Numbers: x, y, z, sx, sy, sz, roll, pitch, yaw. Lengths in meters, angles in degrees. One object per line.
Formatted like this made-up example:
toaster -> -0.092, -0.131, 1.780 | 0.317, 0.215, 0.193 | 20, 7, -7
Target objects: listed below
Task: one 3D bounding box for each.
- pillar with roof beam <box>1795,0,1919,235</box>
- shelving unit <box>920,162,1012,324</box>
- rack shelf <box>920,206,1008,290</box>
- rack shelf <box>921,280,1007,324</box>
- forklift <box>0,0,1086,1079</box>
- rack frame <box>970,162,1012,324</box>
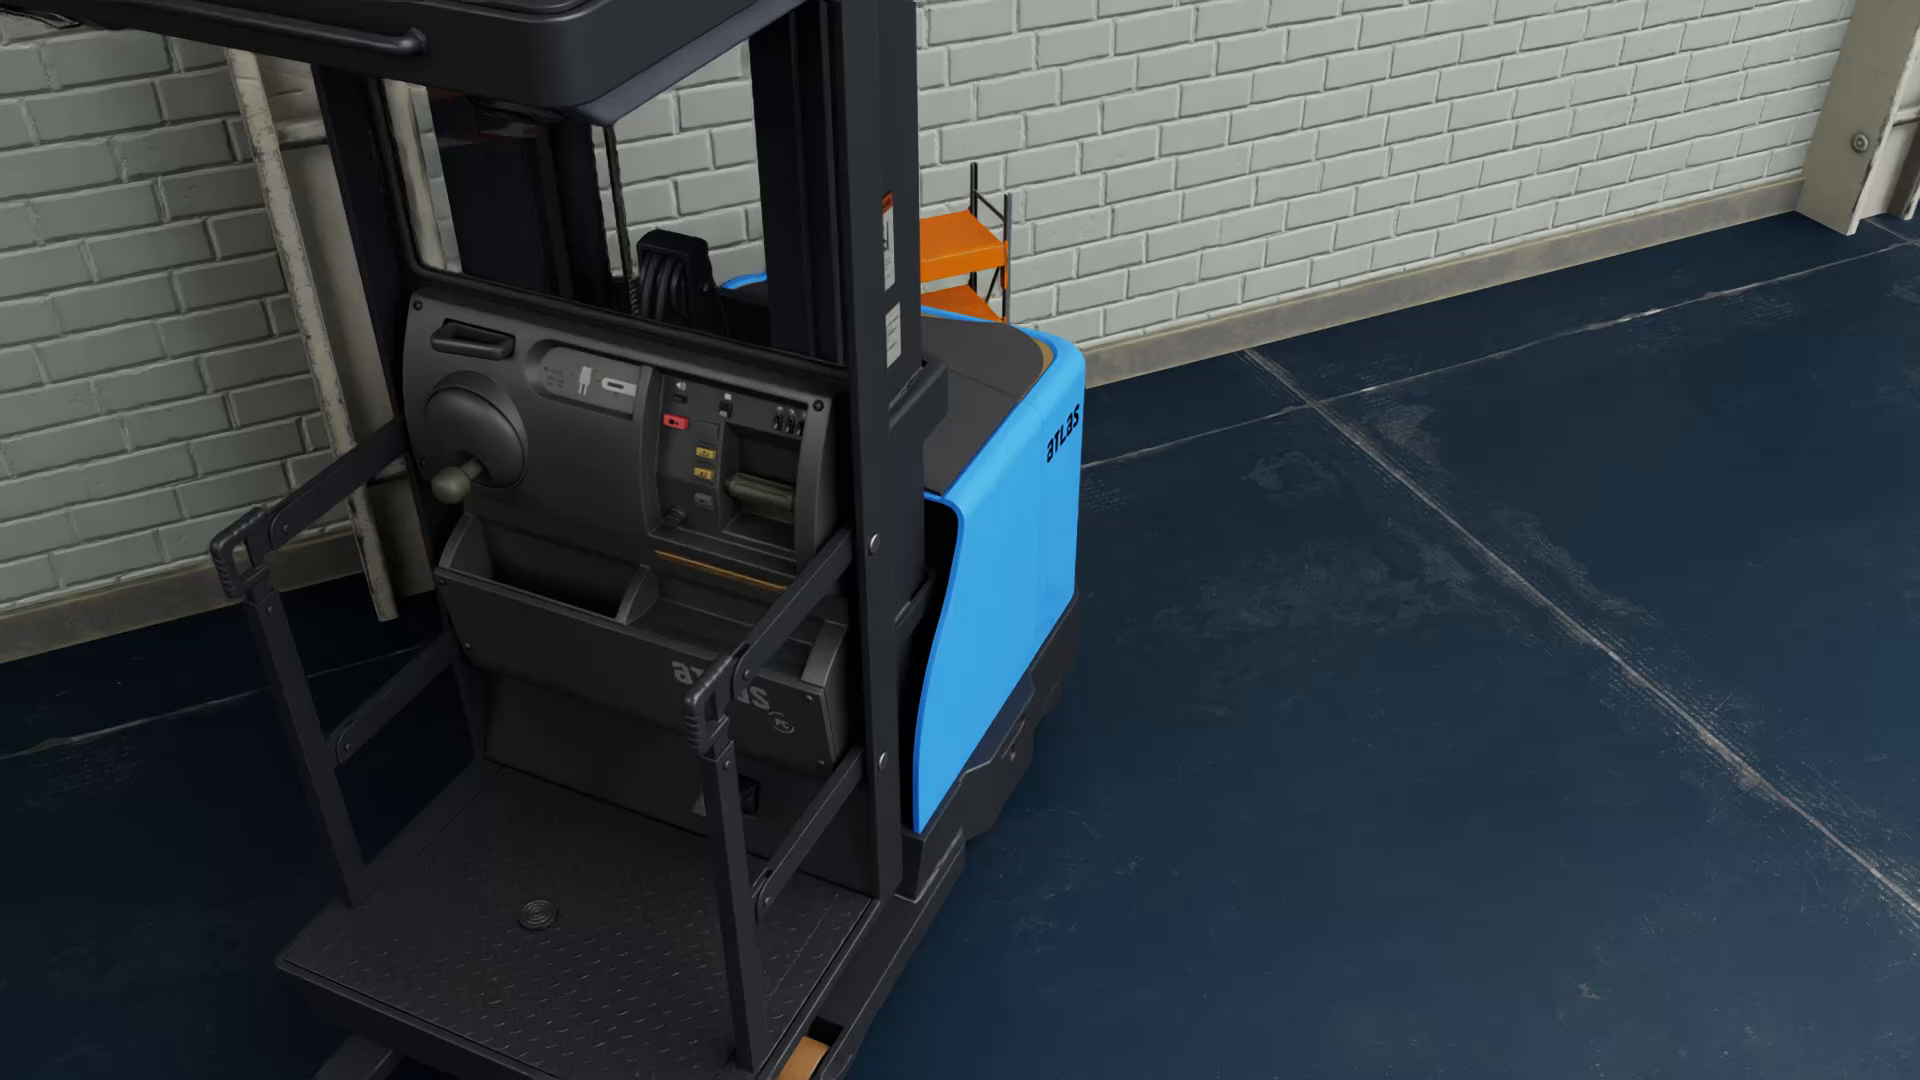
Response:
pillar with roof beam -> 5.657, -2.701, 1.338 | 0.400, 9.000, 9.100 | -16, 39, -20
shelving unit -> -0.137, -0.453, 4.854 | 0.503, 1.200, 0.258 | -15, 39, -19
rack shelf -> -0.137, -0.769, 4.620 | 0.480, 0.148, 0.258 | -15, 39, -19
rack shelf -> -0.137, -0.579, 4.761 | 0.480, 0.148, 0.258 | -15, 39, -19
forklift -> -0.746, -0.133, 2.968 | 1.130, 2.935, 3.031 | 15, 39, 20
rack frame -> 0.085, -0.514, 4.936 | 0.015, 1.200, 0.240 | -15, 39, -19
